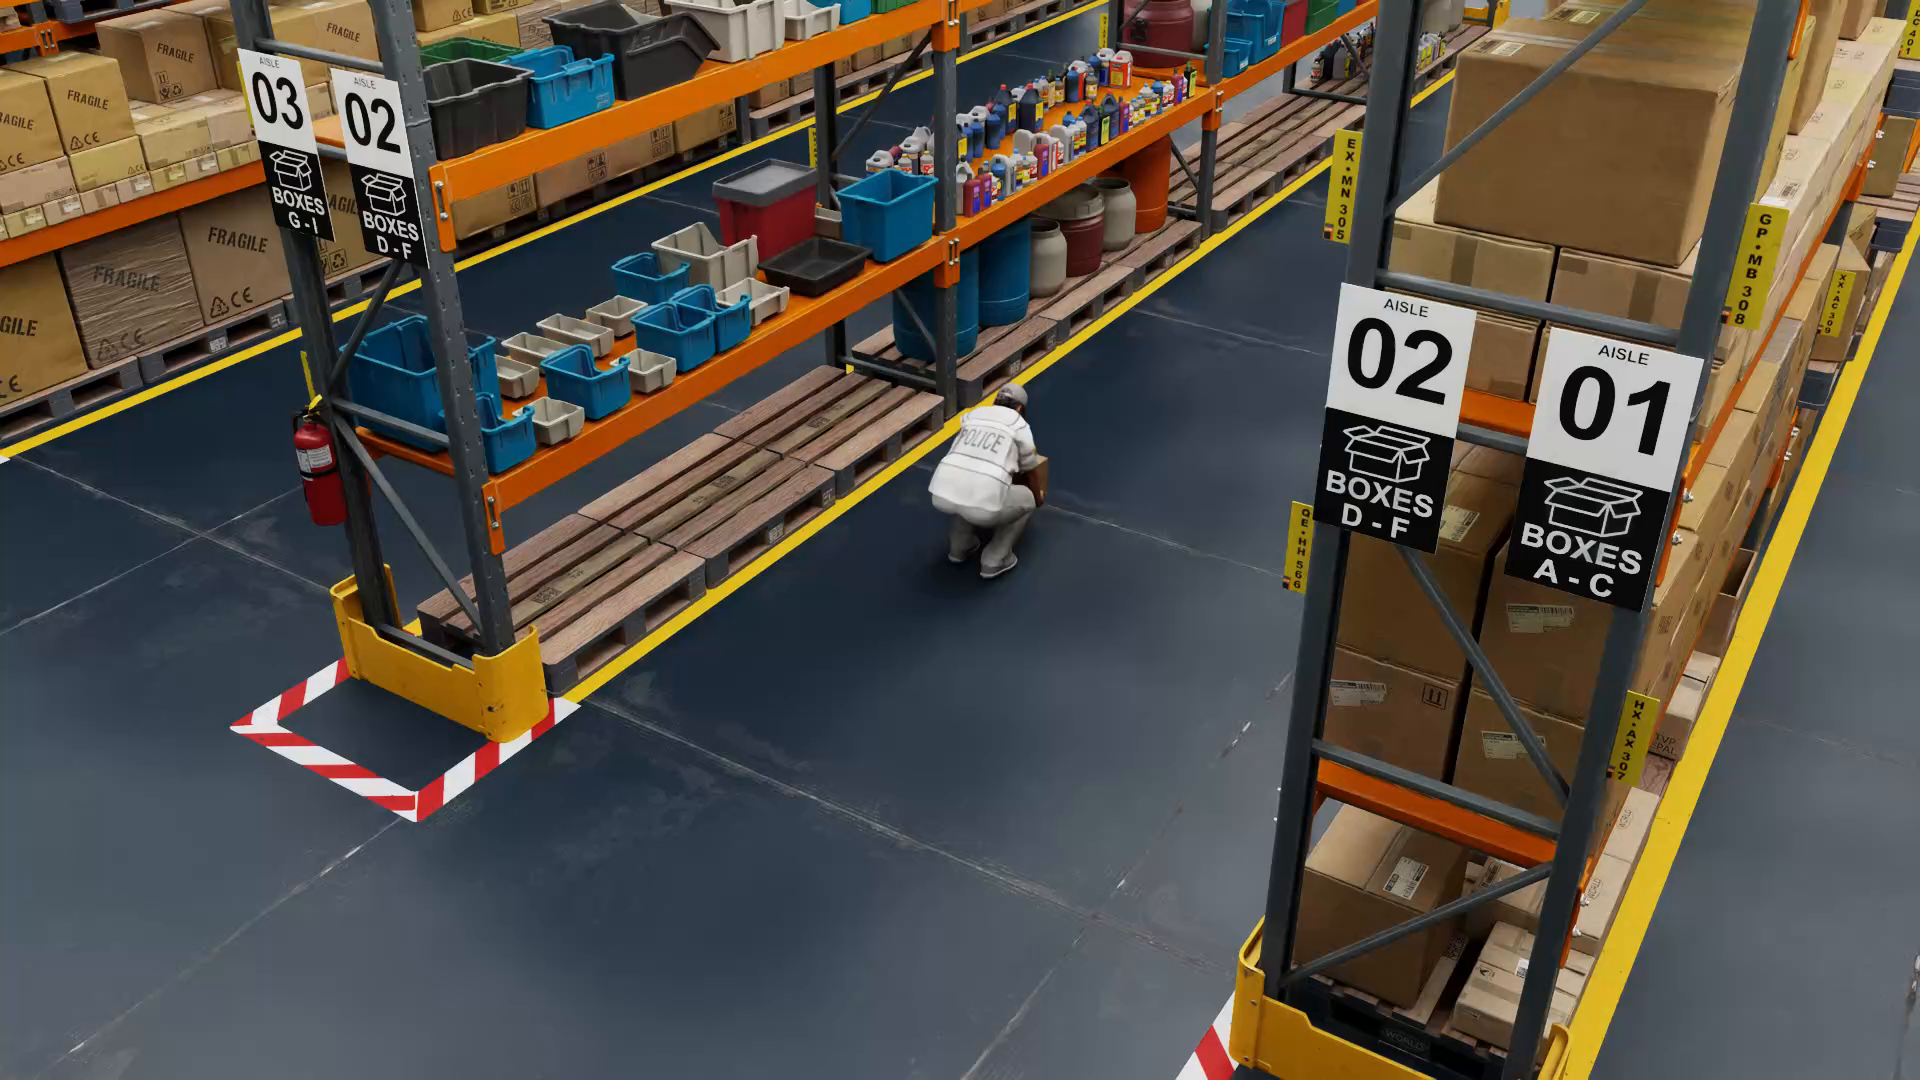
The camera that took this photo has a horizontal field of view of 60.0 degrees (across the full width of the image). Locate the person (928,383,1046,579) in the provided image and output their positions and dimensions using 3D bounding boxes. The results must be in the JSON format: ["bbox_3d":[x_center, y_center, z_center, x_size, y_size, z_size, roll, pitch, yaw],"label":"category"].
[{"bbox_3d":[0.169,-0.324,9.440,0.496,0.949,0.875,17,35,26],"label":"person"}]
